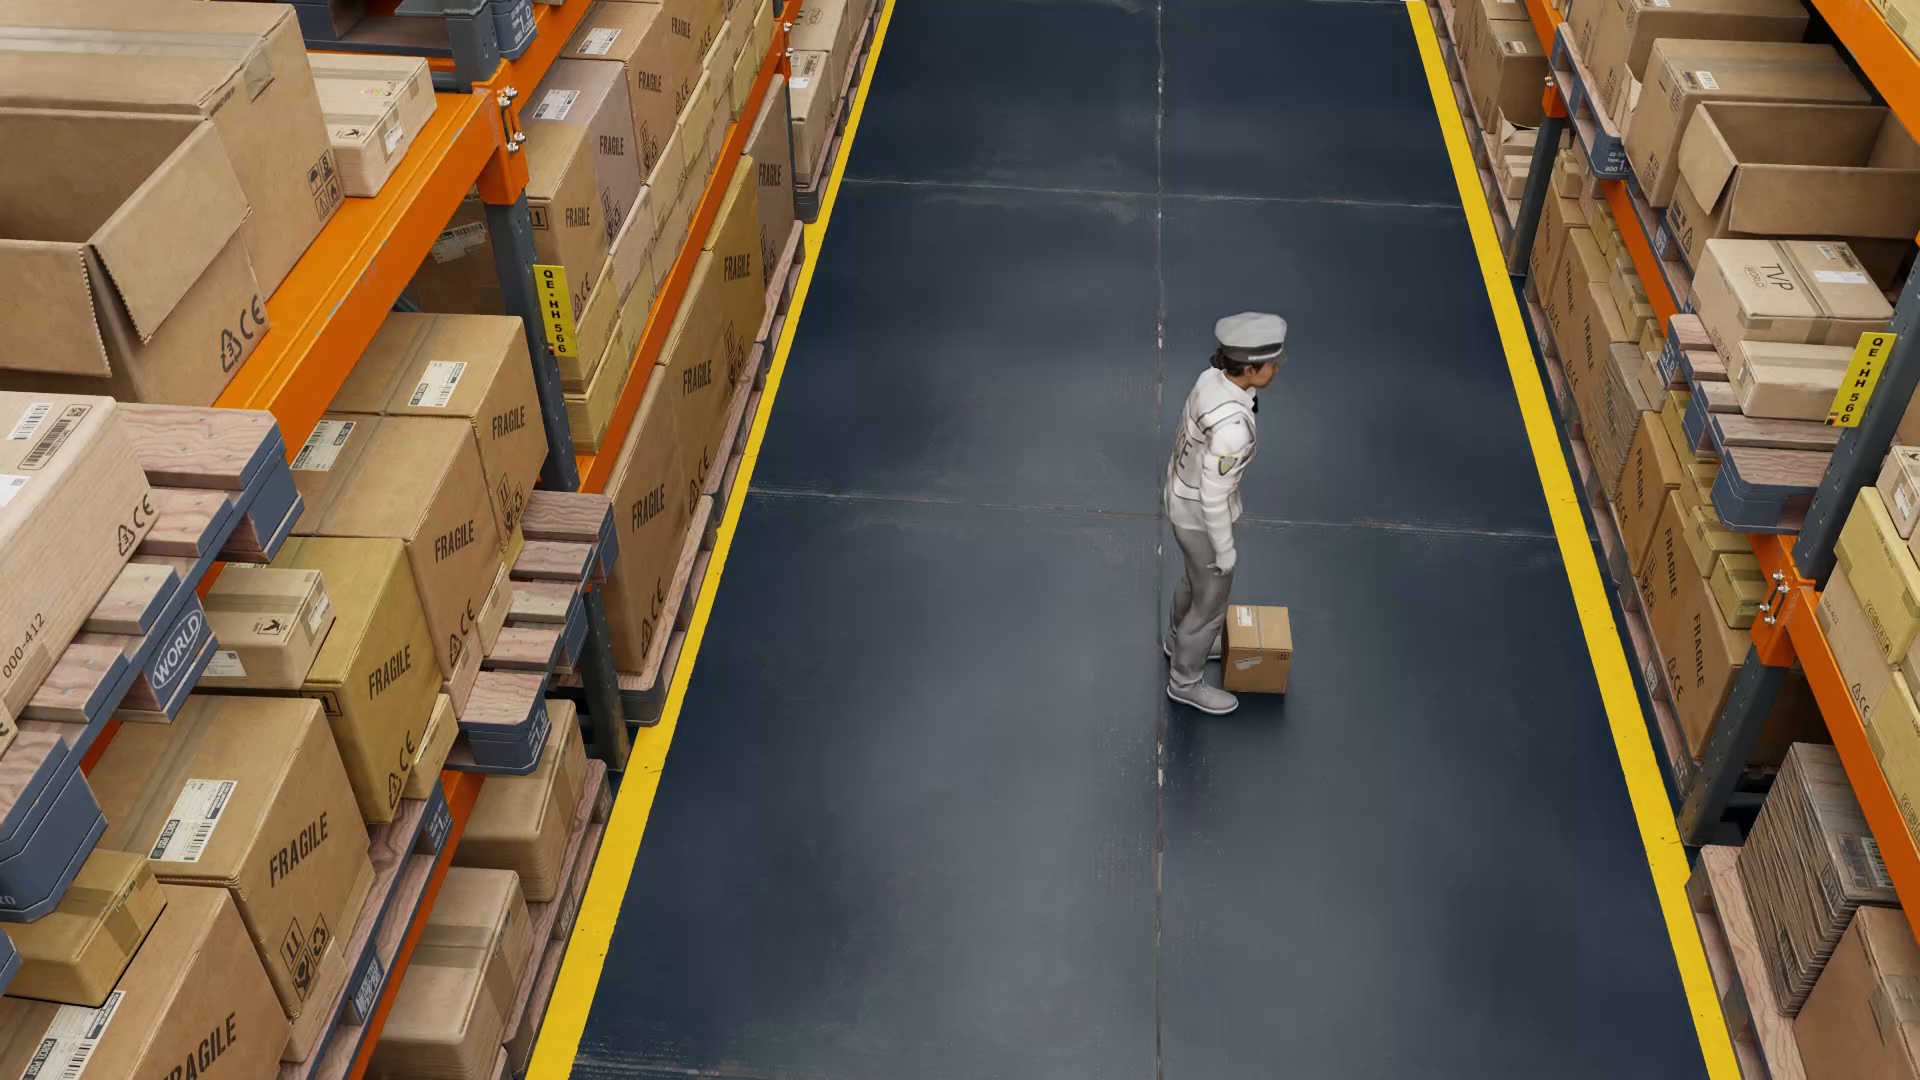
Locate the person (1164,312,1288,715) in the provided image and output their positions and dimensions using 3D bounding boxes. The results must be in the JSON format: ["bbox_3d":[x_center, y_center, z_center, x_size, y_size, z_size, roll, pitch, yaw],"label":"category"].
[{"bbox_3d":[0.960,-0.107,6.280,0.379,1.663,0.536,3,40,3],"label":"person"}]
